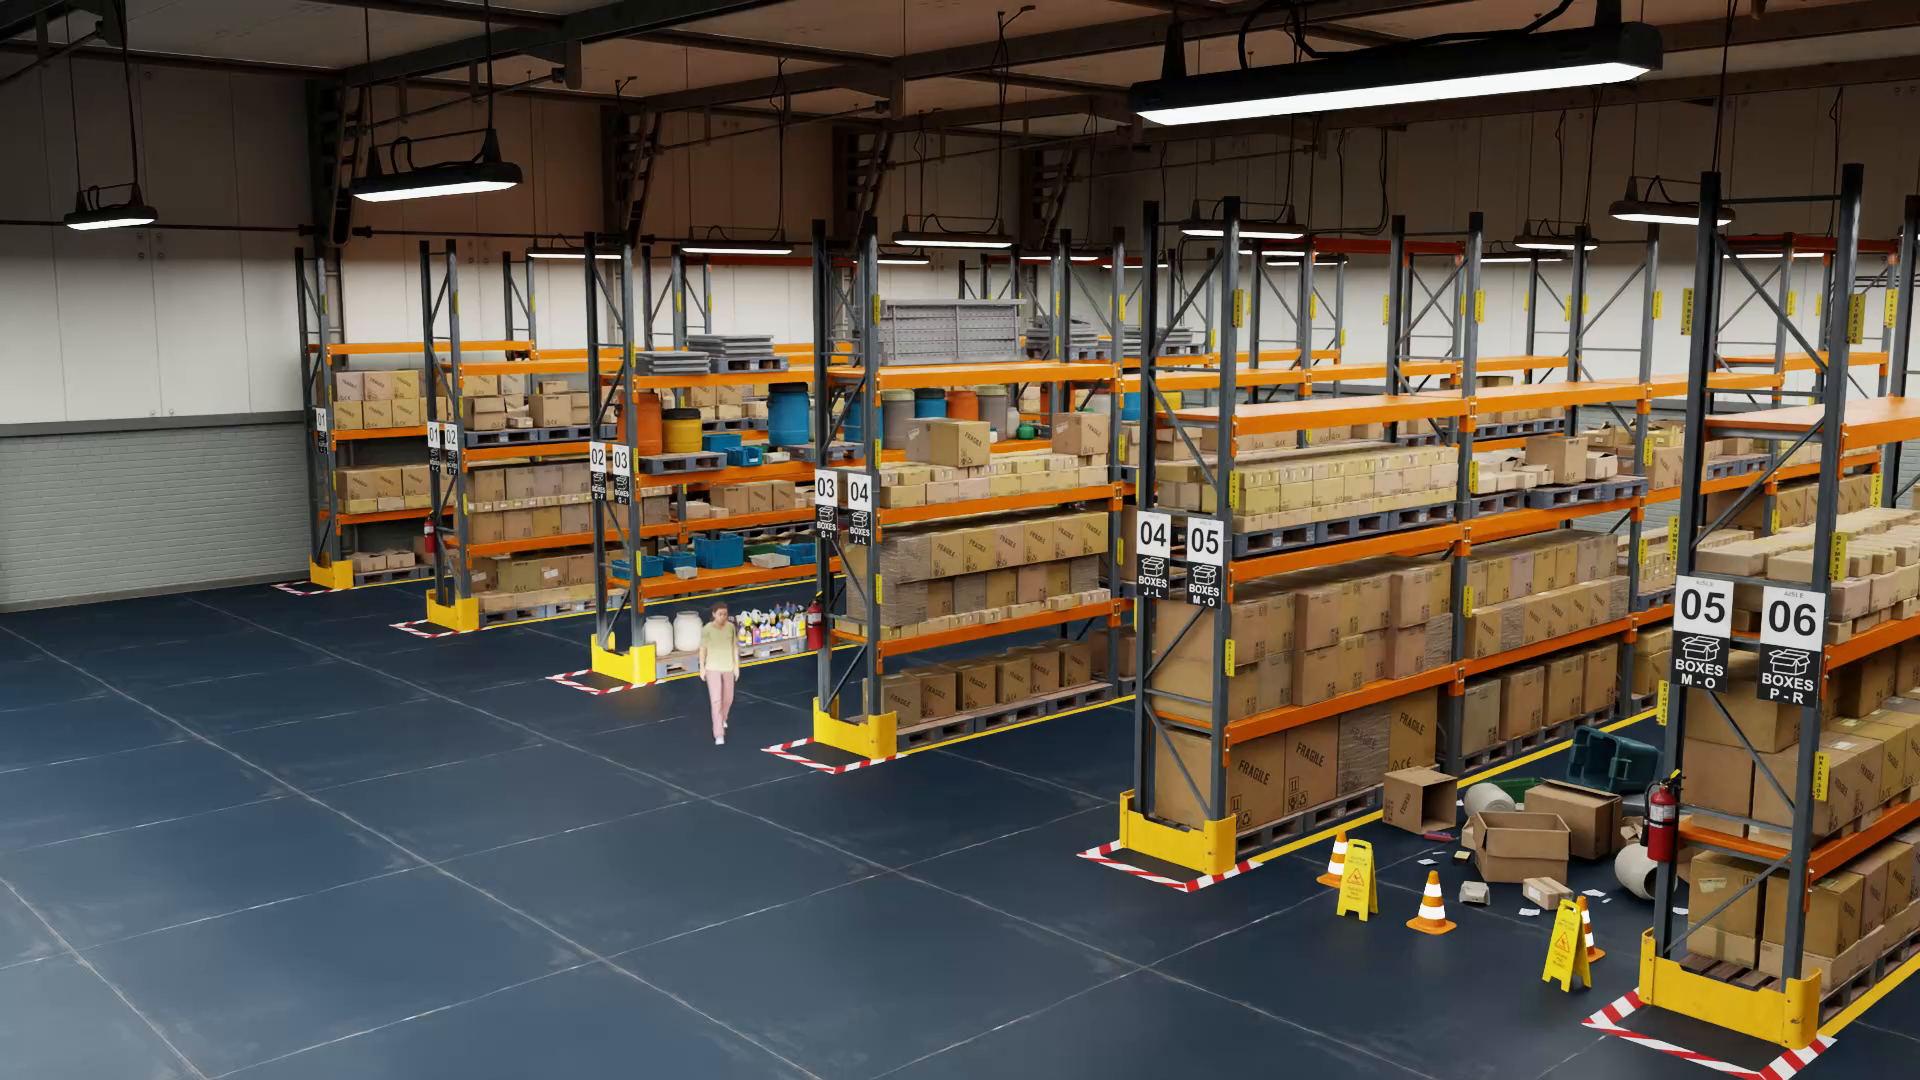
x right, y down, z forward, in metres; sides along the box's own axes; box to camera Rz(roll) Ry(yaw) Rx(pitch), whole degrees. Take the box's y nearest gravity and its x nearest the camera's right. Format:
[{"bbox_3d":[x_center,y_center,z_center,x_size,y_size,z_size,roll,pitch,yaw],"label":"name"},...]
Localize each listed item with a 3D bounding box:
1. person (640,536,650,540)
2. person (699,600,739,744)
[{"bbox_3d":[-6.192,-0.414,32.406,0.463,1.665,0.519,-5,10,-30],"label":"person"},{"bbox_3d":[-2.823,1.510,19.510,0.458,1.642,0.892,-5,10,-31],"label":"person"}]
